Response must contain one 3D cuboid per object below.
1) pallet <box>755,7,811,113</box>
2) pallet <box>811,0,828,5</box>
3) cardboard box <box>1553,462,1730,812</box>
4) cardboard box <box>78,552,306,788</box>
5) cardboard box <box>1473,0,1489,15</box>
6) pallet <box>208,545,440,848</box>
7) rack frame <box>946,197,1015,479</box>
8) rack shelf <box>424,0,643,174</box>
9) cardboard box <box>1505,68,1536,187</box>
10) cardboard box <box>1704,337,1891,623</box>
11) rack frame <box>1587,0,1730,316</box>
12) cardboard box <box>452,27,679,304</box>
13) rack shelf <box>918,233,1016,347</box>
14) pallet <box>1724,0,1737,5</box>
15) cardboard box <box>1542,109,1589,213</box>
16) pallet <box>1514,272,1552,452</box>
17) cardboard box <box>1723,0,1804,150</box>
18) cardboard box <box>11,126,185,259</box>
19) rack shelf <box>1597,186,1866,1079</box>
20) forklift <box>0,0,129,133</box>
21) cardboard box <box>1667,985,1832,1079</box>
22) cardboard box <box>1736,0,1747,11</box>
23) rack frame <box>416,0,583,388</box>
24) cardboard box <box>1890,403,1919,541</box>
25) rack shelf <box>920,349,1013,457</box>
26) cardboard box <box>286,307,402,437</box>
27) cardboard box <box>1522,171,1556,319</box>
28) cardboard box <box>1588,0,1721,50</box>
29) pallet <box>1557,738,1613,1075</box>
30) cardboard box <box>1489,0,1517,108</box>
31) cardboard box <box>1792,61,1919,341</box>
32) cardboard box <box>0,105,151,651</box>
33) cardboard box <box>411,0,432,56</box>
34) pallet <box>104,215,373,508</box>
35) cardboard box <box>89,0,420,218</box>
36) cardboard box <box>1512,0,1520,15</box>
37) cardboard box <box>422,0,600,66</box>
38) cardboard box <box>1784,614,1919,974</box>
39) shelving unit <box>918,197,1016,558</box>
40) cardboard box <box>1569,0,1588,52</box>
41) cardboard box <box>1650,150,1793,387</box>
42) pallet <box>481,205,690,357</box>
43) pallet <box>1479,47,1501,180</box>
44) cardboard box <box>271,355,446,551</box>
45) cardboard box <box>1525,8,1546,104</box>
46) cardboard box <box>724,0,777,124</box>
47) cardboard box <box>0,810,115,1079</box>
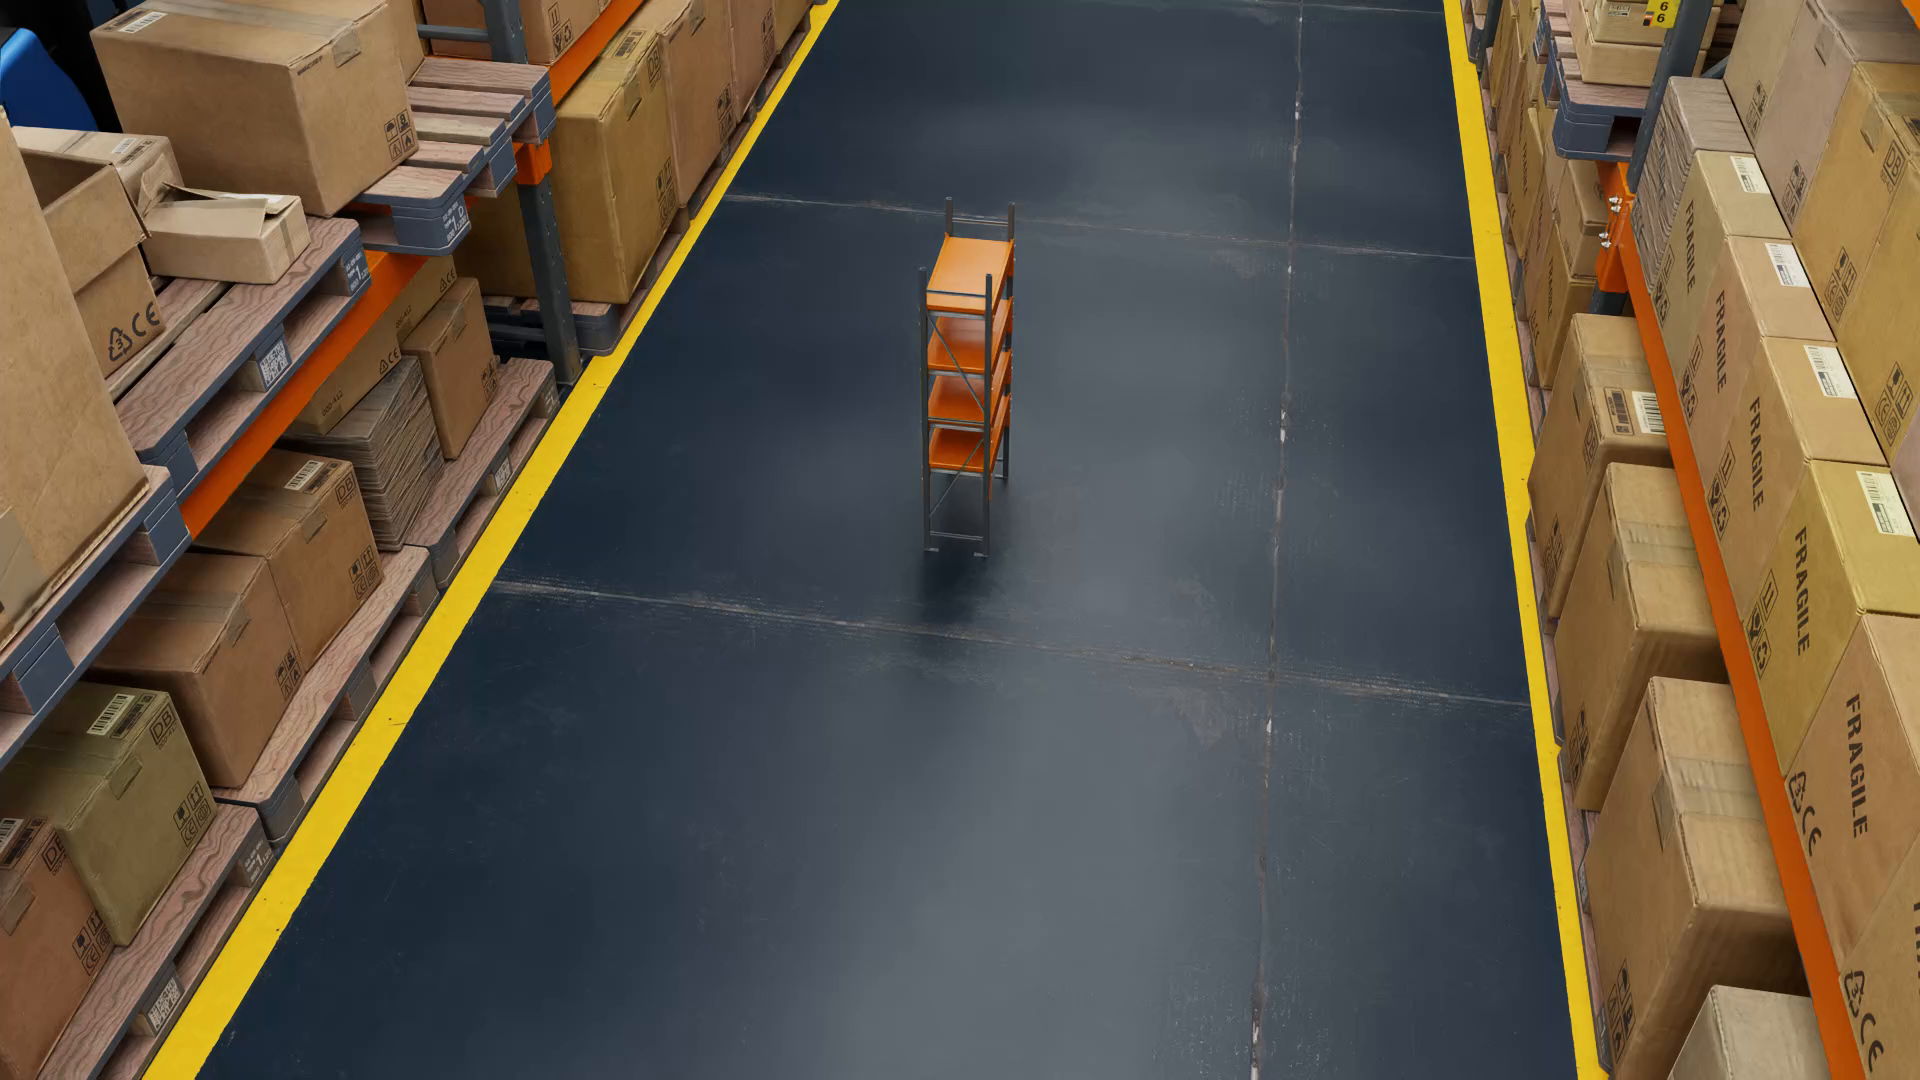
[{"bbox_3d":[-1.483,-2.836,9.515,1.003,0.211,1.213,6,40,8],"label":"pallet"},{"bbox_3d":[-1.215,-3.797,10.677,1.003,0.211,1.213,6,40,8],"label":"pallet"},{"bbox_3d":[2.409,0.344,4.916,1.050,0.750,0.750,7,40,8],"label":"cardboard box"},{"bbox_3d":[-2.484,0.380,5.053,0.700,0.500,0.500,3,40,4],"label":"cardboard box"},{"bbox_3d":[3.176,-3.140,9.602,0.380,0.149,0.250,7,40,8],"label":"cardboard box"},{"bbox_3d":[-2.466,0.435,5.558,1.003,0.211,1.213,6,40,8],"label":"pallet"},{"bbox_3d":[0.071,-0.719,6.179,0.240,1.200,0.015,6,40,8],"label":"rack frame"},{"bbox_3d":[-1.770,-2.871,7.933,1.077,0.370,4.000,6,40,8],"label":"rack shelf"},{"bbox_3d":[2.887,-1.895,7.820,0.500,0.500,0.500,7,40,8],"label":"cardboard box"},{"bbox_3d":[2.146,-0.121,3.964,0.500,0.500,0.500,6,40,7],"label":"cardboard box"},{"bbox_3d":[2.751,-1.283,5.448,1.000,3.000,0.127,6,40,8],"label":"rack frame"},{"bbox_3d":[-1.976,-1.667,7.250,1.225,0.875,0.875,5,40,6],"label":"cardboard box"},{"bbox_3d":[0.029,-0.869,5.743,0.258,0.148,0.480,6,40,8],"label":"rack shelf"},{"bbox_3d":[3.054,-2.456,7.017,1.003,0.211,1.213,6,40,8],"label":"pallet"},{"bbox_3d":[2.688,-1.547,6.810,0.500,0.250,0.500,7,40,8],"label":"cardboard box"},{"bbox_3d":[2.888,-0.698,6.929,1.003,0.211,1.213,6,40,8],"label":"pallet"},{"bbox_3d":[2.664,-1.426,4.758,0.700,0.500,0.500,6,40,7],"label":"cardboard box"},{"bbox_3d":[-2.633,-0.971,4.858,0.500,0.250,0.500,5,40,6],"label":"cardboard box"},{"bbox_3d":[2.405,0.250,4.159,1.077,0.370,4.000,6,40,8],"label":"rack shelf"},{"bbox_3d":[-4.617,-2.976,7.549,1.130,2.935,3.031,-3,40,-3],"label":"forklift"},{"bbox_3d":[2.078,1.533,3.478,1.050,0.750,0.750,6,40,7],"label":"cardboard box"},{"bbox_3d":[3.166,-2.114,6.320,0.380,0.149,0.250,8,40,10],"label":"cardboard box"},{"bbox_3d":[-2.116,-1.893,6.186,1.000,3.000,0.127,6,40,8],"label":"rack frame"},{"bbox_3d":[2.314,-0.149,3.213,0.700,0.500,0.500,7,40,8],"label":"cardboard box"},{"bbox_3d":[0.029,-0.514,6.036,0.258,0.148,0.480,6,40,8],"label":"rack shelf"},{"bbox_3d":[-2.284,-0.631,5.687,0.500,0.250,0.500,11,41,13],"label":"cardboard box"},{"bbox_3d":[2.701,-1.249,7.038,0.500,0.500,0.500,8,40,9],"label":"cardboard box"},{"bbox_3d":[2.388,-1.823,5.735,0.380,0.149,0.250,7,40,9],"label":"cardboard box"},{"bbox_3d":[2.327,1.042,4.824,1.003,0.211,1.213,6,40,8],"label":"pallet"},{"bbox_3d":[3.054,-2.557,8.621,0.500,0.500,0.500,8,40,9],"label":"cardboard box"},{"bbox_3d":[2.491,-0.786,3.984,0.700,0.500,0.500,6,40,7],"label":"cardboard box"},{"bbox_3d":[-2.533,-0.259,3.409,1.000,1.000,1.000,7,40,8],"label":"cardboard box"},{"bbox_3d":[-2.275,-2.269,6.562,0.500,0.500,0.500,8,40,9],"label":"cardboard box"},{"bbox_3d":[-2.419,-0.572,4.739,1.003,0.211,1.213,6,40,8],"label":"pallet"},{"bbox_3d":[-2.168,-1.389,5.168,0.700,0.500,0.500,12,41,14],"label":"cardboard box"},{"bbox_3d":[3.055,-2.846,8.382,0.500,0.250,0.500,5,40,6],"label":"cardboard box"},{"bbox_3d":[-1.764,-2.207,6.487,0.500,0.500,0.500,8,40,9],"label":"cardboard box"},{"bbox_3d":[1.974,0.515,3.195,0.500,0.500,0.500,6,40,7],"label":"cardboard box"},{"bbox_3d":[0.029,-0.566,5.993,0.258,1.200,0.503,6,40,8],"label":"shelving unit"},{"bbox_3d":[2.429,-1.864,6.018,0.380,0.149,0.250,6,40,8],"label":"cardboard box"},{"bbox_3d":[2.323,-0.750,4.725,0.500,0.500,0.500,6,40,7],"label":"cardboard box"},{"bbox_3d":[-1.906,-1.305,7.663,1.003,0.211,1.213,6,40,8],"label":"pallet"},{"bbox_3d":[3.310,-2.230,8.781,1.003,0.211,1.213,6,40,8],"label":"pallet"},{"bbox_3d":[-2.296,-0.327,5.908,0.700,0.500,0.500,3,40,4],"label":"cardboard box"},{"bbox_3d":[2.873,-2.192,7.591,0.500,0.250,0.500,8,40,9],"label":"cardboard box"},{"bbox_3d":[-1.669,-2.782,8.598,1.225,0.875,0.875,5,40,6],"label":"cardboard box"},{"bbox_3d":[-2.681,1.028,4.269,0.700,0.500,0.500,4,40,4],"label":"cardboard box"}]
